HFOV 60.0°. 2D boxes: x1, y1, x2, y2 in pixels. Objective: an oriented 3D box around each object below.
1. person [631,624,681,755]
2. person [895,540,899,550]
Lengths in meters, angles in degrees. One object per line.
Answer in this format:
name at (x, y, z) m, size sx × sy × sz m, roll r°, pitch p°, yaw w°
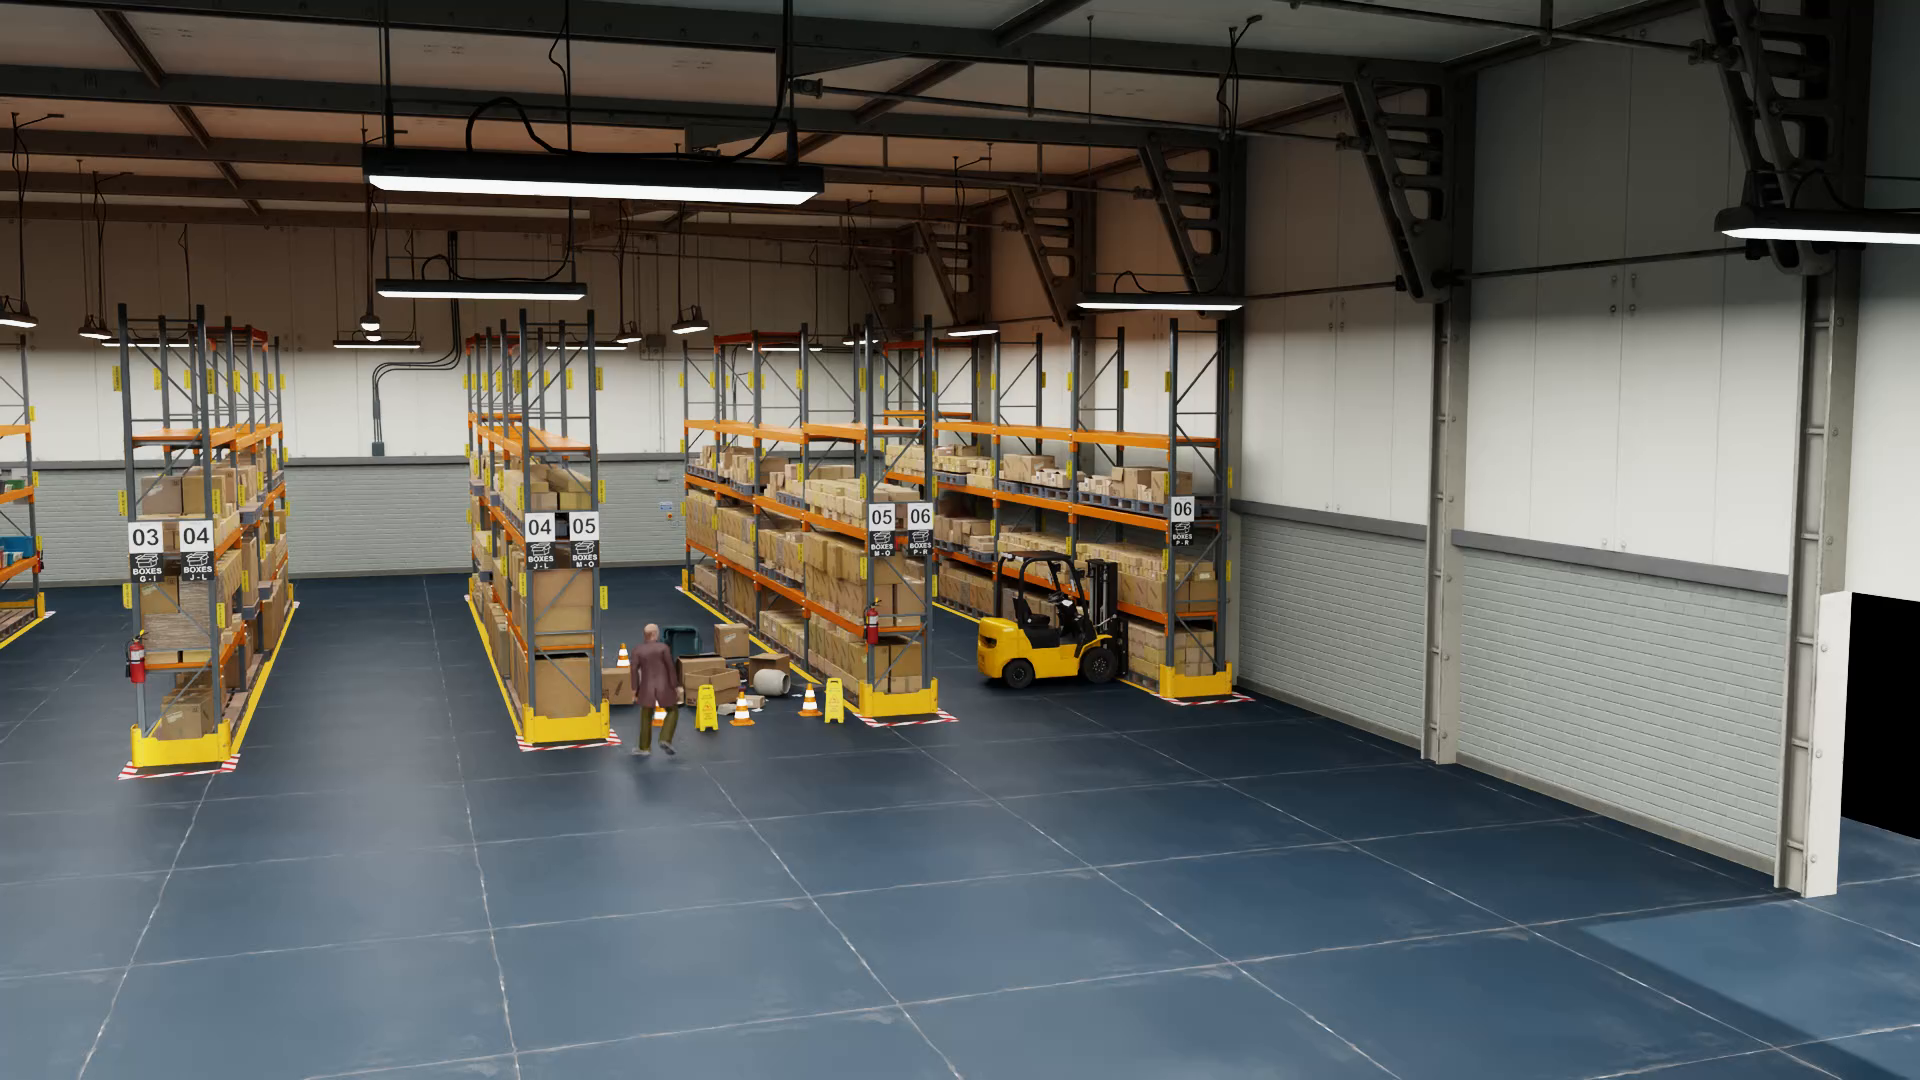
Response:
person at (-4.085, 2.002, 22.209) m, size 0.685 × 1.782 × 0.508 m, roll 0°, pitch 5°, yaw -2°
person at (-1.538, 0.576, 37.006) m, size 0.595 × 1.728 × 0.417 m, roll 4°, pitch 6°, yaw 33°
